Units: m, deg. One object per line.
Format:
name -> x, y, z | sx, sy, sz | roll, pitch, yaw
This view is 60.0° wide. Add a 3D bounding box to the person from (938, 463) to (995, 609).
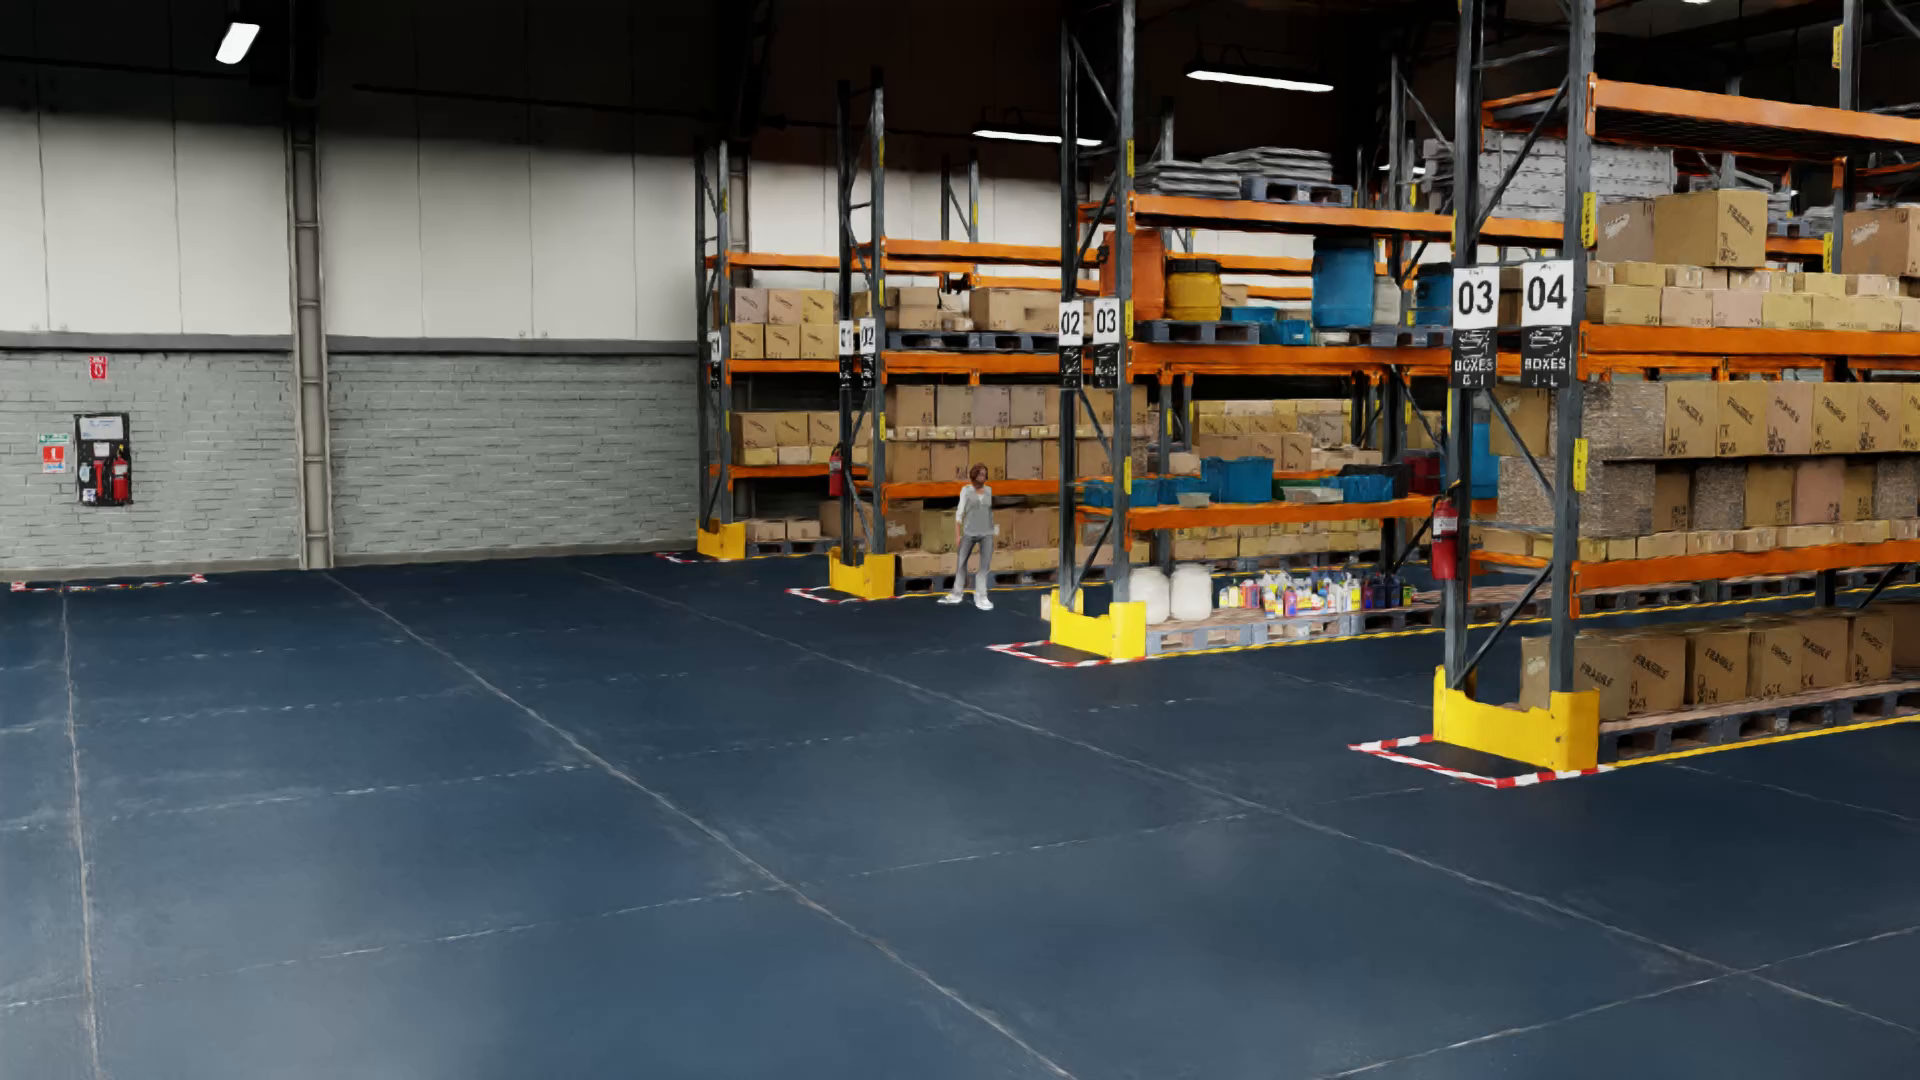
person -> 0.076, -0.049, 18.191 | 0.592, 1.590, 0.448 | -1, 5, -8
